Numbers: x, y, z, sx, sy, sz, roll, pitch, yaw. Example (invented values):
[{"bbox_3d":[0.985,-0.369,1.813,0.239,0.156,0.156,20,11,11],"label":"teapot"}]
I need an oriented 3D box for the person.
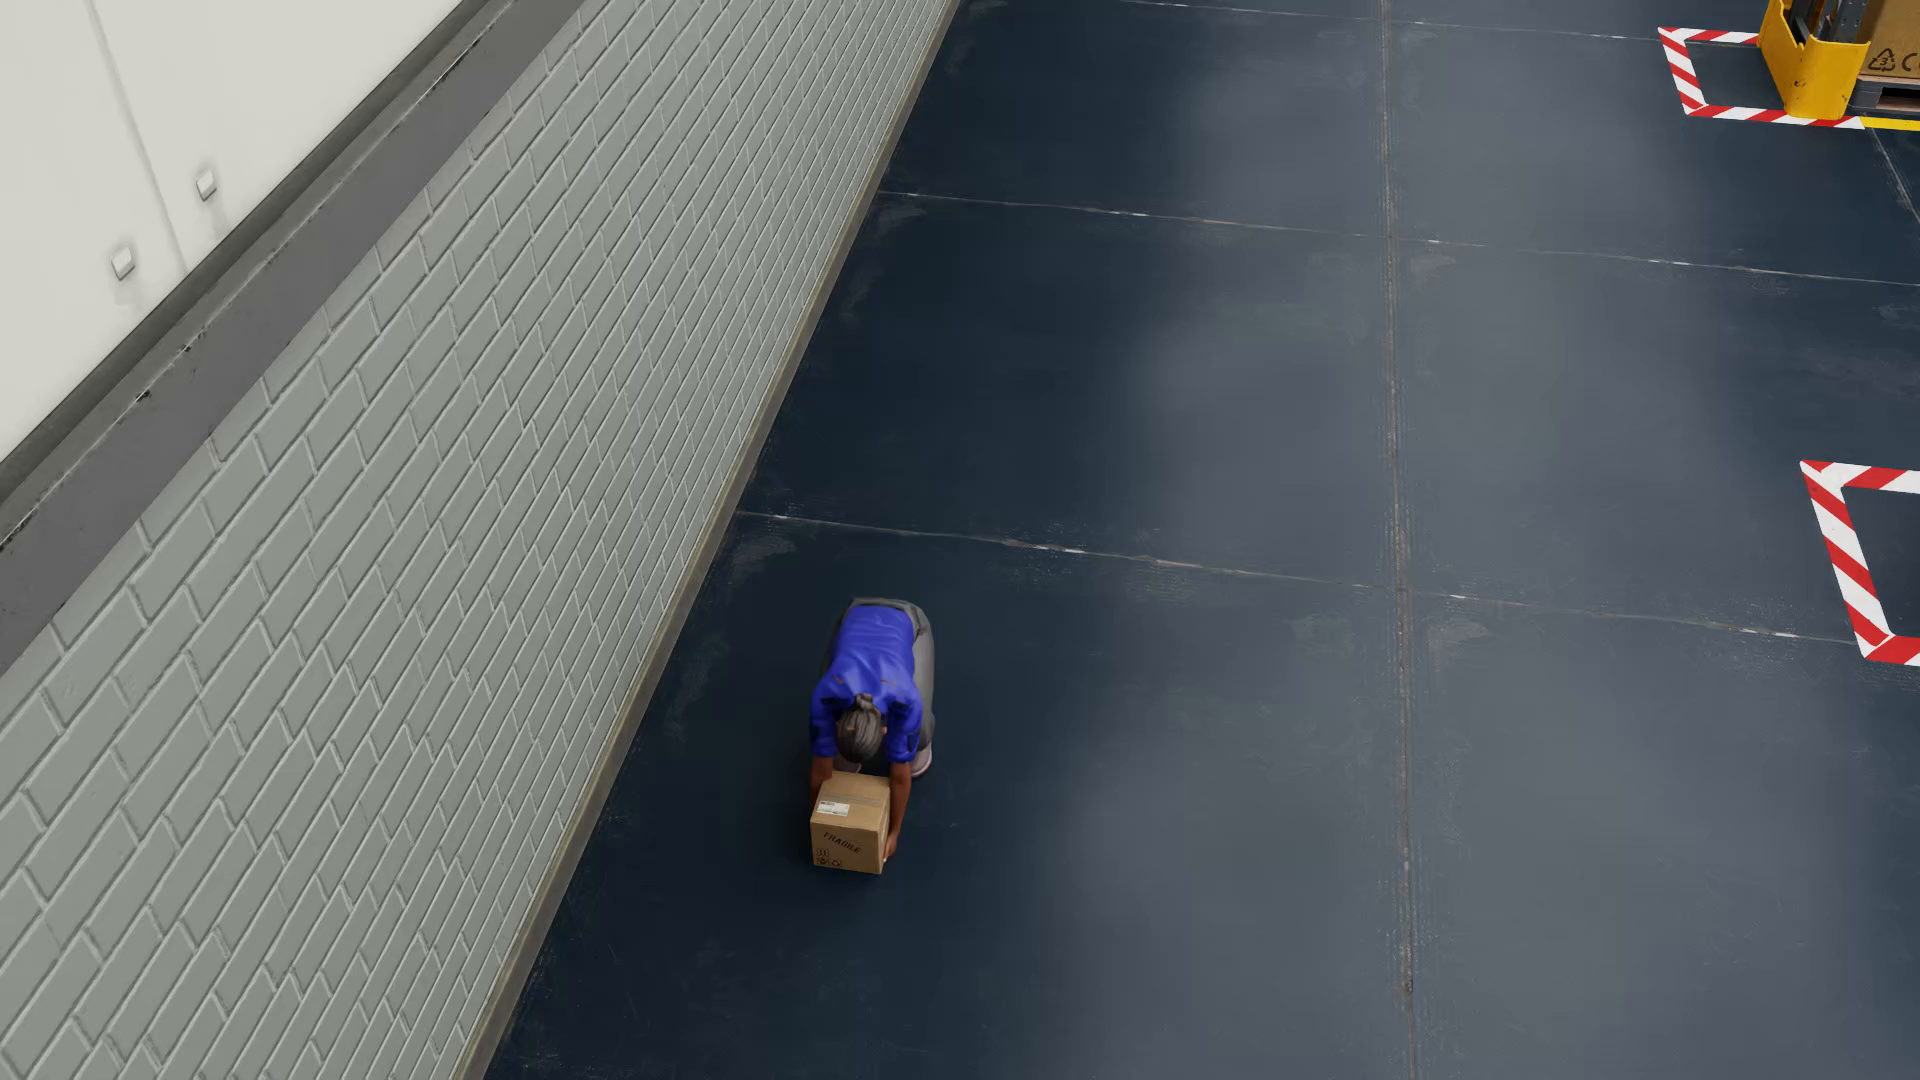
[{"bbox_3d":[-0.318,0.642,6.141,0.451,0.743,0.864,6,41,6],"label":"person"}]
